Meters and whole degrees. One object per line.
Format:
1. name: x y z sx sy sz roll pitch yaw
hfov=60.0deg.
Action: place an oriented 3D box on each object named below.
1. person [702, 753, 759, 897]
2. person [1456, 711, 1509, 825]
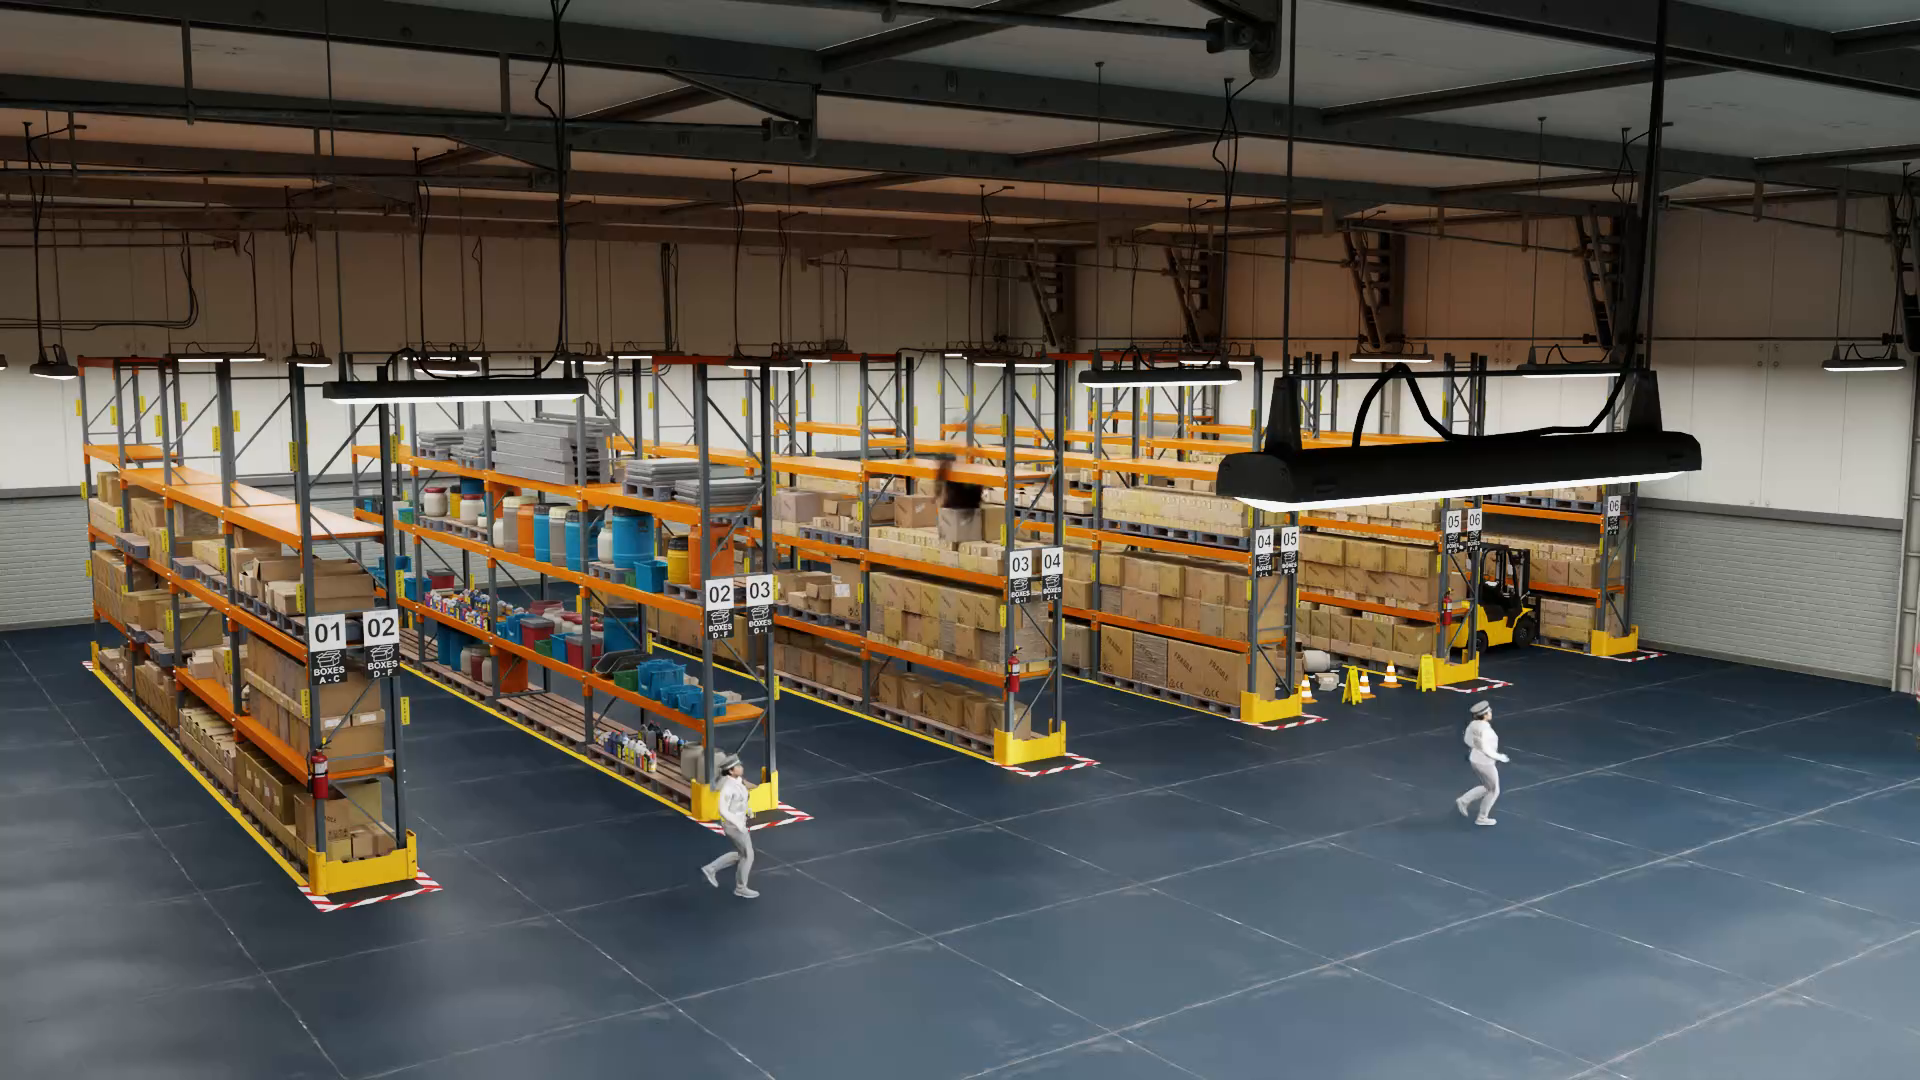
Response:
1. person: -2.615 3.236 18.857 0.646 1.684 0.614 -1 7 -6
2. person: 6.799 2.921 21.624 0.555 1.599 0.430 -1 7 -6
